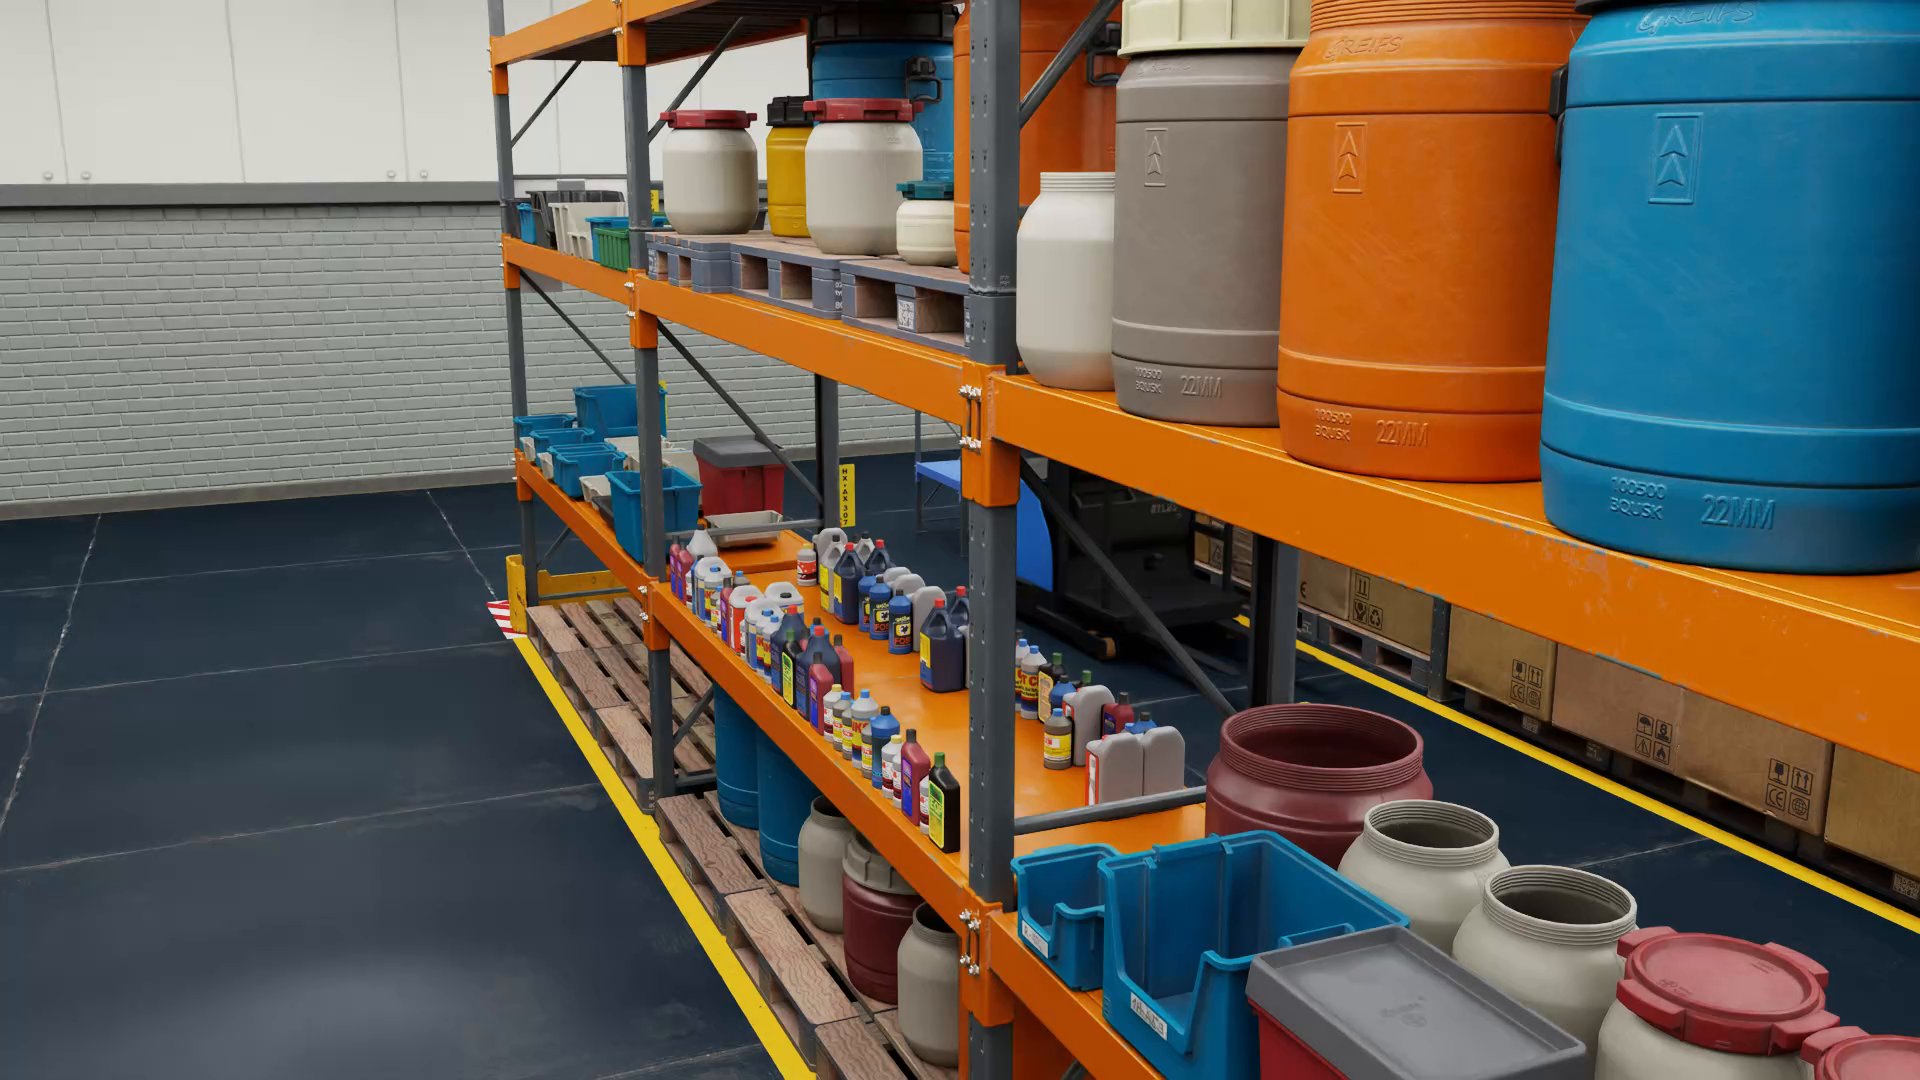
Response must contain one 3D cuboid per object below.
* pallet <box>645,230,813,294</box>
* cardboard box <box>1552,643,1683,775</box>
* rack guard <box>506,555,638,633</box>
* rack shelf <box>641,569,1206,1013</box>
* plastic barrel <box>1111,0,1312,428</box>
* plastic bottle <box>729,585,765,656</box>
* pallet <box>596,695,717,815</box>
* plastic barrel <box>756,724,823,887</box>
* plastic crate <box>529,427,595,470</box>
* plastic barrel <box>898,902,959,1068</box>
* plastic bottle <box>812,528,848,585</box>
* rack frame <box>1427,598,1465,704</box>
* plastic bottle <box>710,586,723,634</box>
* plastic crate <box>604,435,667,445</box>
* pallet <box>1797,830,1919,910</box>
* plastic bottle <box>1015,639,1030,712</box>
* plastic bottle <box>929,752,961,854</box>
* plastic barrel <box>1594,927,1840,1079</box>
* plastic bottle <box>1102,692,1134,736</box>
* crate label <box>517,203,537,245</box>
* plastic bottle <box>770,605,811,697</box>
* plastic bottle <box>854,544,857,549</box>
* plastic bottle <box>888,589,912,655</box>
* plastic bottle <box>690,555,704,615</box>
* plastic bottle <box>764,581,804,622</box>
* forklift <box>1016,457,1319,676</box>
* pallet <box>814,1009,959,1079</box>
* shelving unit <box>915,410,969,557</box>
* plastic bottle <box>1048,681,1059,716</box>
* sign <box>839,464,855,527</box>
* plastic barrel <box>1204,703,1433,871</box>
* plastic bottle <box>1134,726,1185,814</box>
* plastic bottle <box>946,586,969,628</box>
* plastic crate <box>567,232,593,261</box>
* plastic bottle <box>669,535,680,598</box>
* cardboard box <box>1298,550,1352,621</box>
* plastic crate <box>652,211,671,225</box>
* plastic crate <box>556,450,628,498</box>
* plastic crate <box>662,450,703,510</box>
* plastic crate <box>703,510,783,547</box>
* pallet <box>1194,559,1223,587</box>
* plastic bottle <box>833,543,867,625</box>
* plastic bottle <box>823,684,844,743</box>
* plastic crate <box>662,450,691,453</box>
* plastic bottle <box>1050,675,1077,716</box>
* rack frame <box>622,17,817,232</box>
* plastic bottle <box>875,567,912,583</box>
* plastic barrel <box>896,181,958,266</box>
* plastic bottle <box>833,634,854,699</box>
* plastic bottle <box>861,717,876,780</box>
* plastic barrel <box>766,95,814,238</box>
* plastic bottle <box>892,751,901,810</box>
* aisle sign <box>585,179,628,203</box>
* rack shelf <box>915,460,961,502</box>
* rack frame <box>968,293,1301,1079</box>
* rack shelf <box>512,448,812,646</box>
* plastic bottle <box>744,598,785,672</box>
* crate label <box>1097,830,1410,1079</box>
[{"bbox_3d":[-0.693,-1.260,7.430,1.213,0.211,1.003,-6,14,-23],"label":"pallet"},{"bbox_3d":[4.075,0.654,9.173,1.225,0.875,0.875,-6,14,-25],"label":"cardboard box"},{"bbox_3d":[-2.720,0.343,12.278,1.175,0.500,0.348,-6,14,-23],"label":"rack guard"},{"bbox_3d":[-0.295,0.719,6.704,1.077,0.370,4.000,-6,14,-23],"label":"rack shelf"},{"bbox_3d":[0.636,-0.734,3.625,0.600,0.901,0.600,0,13,0],"label":"plastic barrel"},{"bbox_3d":[-0.889,0.338,7.034,0.152,0.276,0.135,-6,14,-23],"label":"plastic bottle"},{"bbox_3d":[-1.427,1.166,9.364,1.003,0.211,1.213,-6,14,-23],"label":"pallet"},{"bbox_3d":[-0.611,1.034,7.474,0.600,0.901,0.708,-6,14,-23],"label":"plastic barrel"},{"bbox_3d":[-2.638,-0.602,11.055,0.416,0.233,0.300,-6,14,-23],"label":"plastic crate"},{"bbox_3d":[-0.014,1.581,5.970,0.421,0.512,0.421,0,13,0],"label":"plastic barrel"},{"bbox_3d":[-0.643,0.068,8.197,0.152,0.276,0.135,-6,14,-23],"label":"plastic bottle"},{"bbox_3d":[3.442,-0.492,10.342,1.000,3.000,0.127,-6,14,-23],"label":"rack frame"},{"bbox_3d":[-1.053,0.305,7.341,0.097,0.201,0.097,0,13,0],"label":"plastic bottle"},{"bbox_3d":[-2.206,-0.619,11.345,0.396,0.136,0.243,-6,14,-23],"label":"plastic crate"},{"bbox_3d":[4.797,1.524,7.819,1.003,0.211,1.213,-6,14,-23],"label":"pallet"},{"bbox_3d":[0.237,0.509,6.304,0.097,0.271,0.097,0,13,0],"label":"plastic bottle"},{"bbox_3d":[-0.047,0.794,5.046,0.061,0.283,0.133,-6,14,-23],"label":"plastic bottle"},{"bbox_3d":[1.459,1.084,3.233,0.433,0.535,0.433,0,13,0],"label":"plastic barrel"},{"bbox_3d":[0.539,0.648,5.675,0.061,0.283,0.133,-6,14,-23],"label":"plastic bottle"},{"bbox_3d":[-2.625,-2.040,10.708,0.408,0.251,0.502,-6,14,-23],"label":"crate label"},{"bbox_3d":[-0.658,0.423,6.501,0.144,0.351,0.185,-6,14,-23],"label":"plastic bottle"},{"bbox_3d":[-0.496,0.144,7.871,0.152,0.276,0.135,-6,14,-23],"label":"plastic bottle"},{"bbox_3d":[-0.254,0.341,7.029,0.097,0.271,0.097,0,13,0],"label":"plastic bottle"},{"bbox_3d":[-1.185,0.203,7.628,0.097,0.271,0.097,0,13,0],"label":"plastic bottle"},{"bbox_3d":[-0.750,0.324,7.094,0.152,0.276,0.135,-6,14,-23],"label":"plastic bottle"},{"bbox_3d":[1.312,-0.716,11.465,1.130,2.935,3.031,-6,14,-26],"label":"forklift"},{"bbox_3d":[0.152,1.982,5.840,1.003,0.211,1.213,-6,14,-23],"label":"pallet"},{"bbox_3d":[0.034,-0.713,14.625,0.538,1.500,1.048,-6,14,-23],"label":"shelving unit"},{"bbox_3d":[0.368,0.611,6.019,0.097,0.201,0.097,0,13,0],"label":"plastic bottle"},{"bbox_3d":[-0.592,-0.228,8.590,0.100,0.325,0.005,-6,14,-23],"label":"sign"},{"bbox_3d":[0.969,0.784,4.527,0.600,0.536,0.708,-6,14,-23],"label":"plastic barrel"},{"bbox_3d":[0.629,0.724,5.364,0.152,0.276,0.135,-6,14,-23],"label":"plastic bottle"},{"bbox_3d":[0.013,0.368,6.738,0.144,0.351,0.185,-6,14,-23],"label":"plastic bottle"},{"bbox_3d":[-1.955,-1.606,9.087,0.293,0.136,0.466,-6,14,-23],"label":"plastic crate"},{"bbox_3d":[-1.341,0.127,7.928,0.061,0.283,0.133,-6,14,-23],"label":"plastic bottle"},{"bbox_3d":[2.890,0.009,11.958,0.875,0.875,0.875,-6,14,-23],"label":"cardboard box"},{"bbox_3d":[-2.042,-2.051,10.896,0.450,0.188,0.336,-6,14,-23],"label":"plastic crate"},{"bbox_3d":[-2.254,-0.404,10.199,0.416,0.233,0.300,-6,14,-23],"label":"plastic crate"},{"bbox_3d":[-1.539,-0.348,9.850,0.437,0.282,0.530,-6,14,-23],"label":"plastic crate"},{"bbox_3d":[-1.152,-0.054,8.903,0.396,0.136,0.243,-6,14,-23],"label":"plastic crate"},{"bbox_3d":[2.231,0.199,13.543,1.003,0.211,1.213,-6,14,-23],"label":"pallet"},{"bbox_3d":[-0.487,0.191,7.500,0.144,0.351,0.185,-6,14,-23],"label":"plastic bottle"},{"bbox_3d":[-0.442,0.620,5.979,0.097,0.201,0.097,0,13,0],"label":"plastic bottle"},{"bbox_3d":[-1.641,-0.417,10.258,0.416,0.233,0.300,-6,14,-23],"label":"plastic crate"},{"bbox_3d":[0.366,0.610,5.868,0.097,0.271,0.097,0,13,0],"label":"plastic bottle"},{"bbox_3d":[-1.097,-2.967,7.732,1.000,3.000,0.127,-6,14,-23],"label":"rack frame"},{"bbox_3d":[-0.294,0.248,7.421,0.152,0.276,0.135,-6,14,-23],"label":"plastic bottle"},{"bbox_3d":[-0.058,-1.025,5.368,0.301,0.262,0.301,0,13,0],"label":"plastic barrel"},{"bbox_3d":[-0.447,0.507,6.287,0.061,0.283,0.133,-6,14,-23],"label":"plastic bottle"},{"bbox_3d":[-0.286,0.700,5.632,0.097,0.201,0.097,0,13,0],"label":"plastic bottle"},{"bbox_3d":[-0.545,-1.632,7.266,0.600,0.588,0.600,0,13,0],"label":"plastic barrel"},{"bbox_3d":[-0.169,0.761,5.371,0.097,0.201,0.097,0,13,0],"label":"plastic bottle"},{"bbox_3d":[-2.459,-2.179,11.865,0.394,0.787,0.004,-6,14,-23],"label":"aisle sign"},{"bbox_3d":[0.034,-0.538,14.665,0.538,0.185,1.000,-6,14,-23],"label":"rack shelf"},{"bbox_3d":[0.506,0.782,4.838,1.000,3.000,0.127,-6,14,-23],"label":"rack frame"},{"bbox_3d":[-1.898,-0.107,10.275,1.077,0.370,4.000,-6,14,-23],"label":"rack shelf"},{"bbox_3d":[-0.796,0.385,6.827,0.152,0.276,0.135,-6,14,-23],"label":"plastic bottle"},{"bbox_3d":[0.656,0.995,3.842,0.502,0.435,0.616,-6,14,-23],"label":"crate label"}]
